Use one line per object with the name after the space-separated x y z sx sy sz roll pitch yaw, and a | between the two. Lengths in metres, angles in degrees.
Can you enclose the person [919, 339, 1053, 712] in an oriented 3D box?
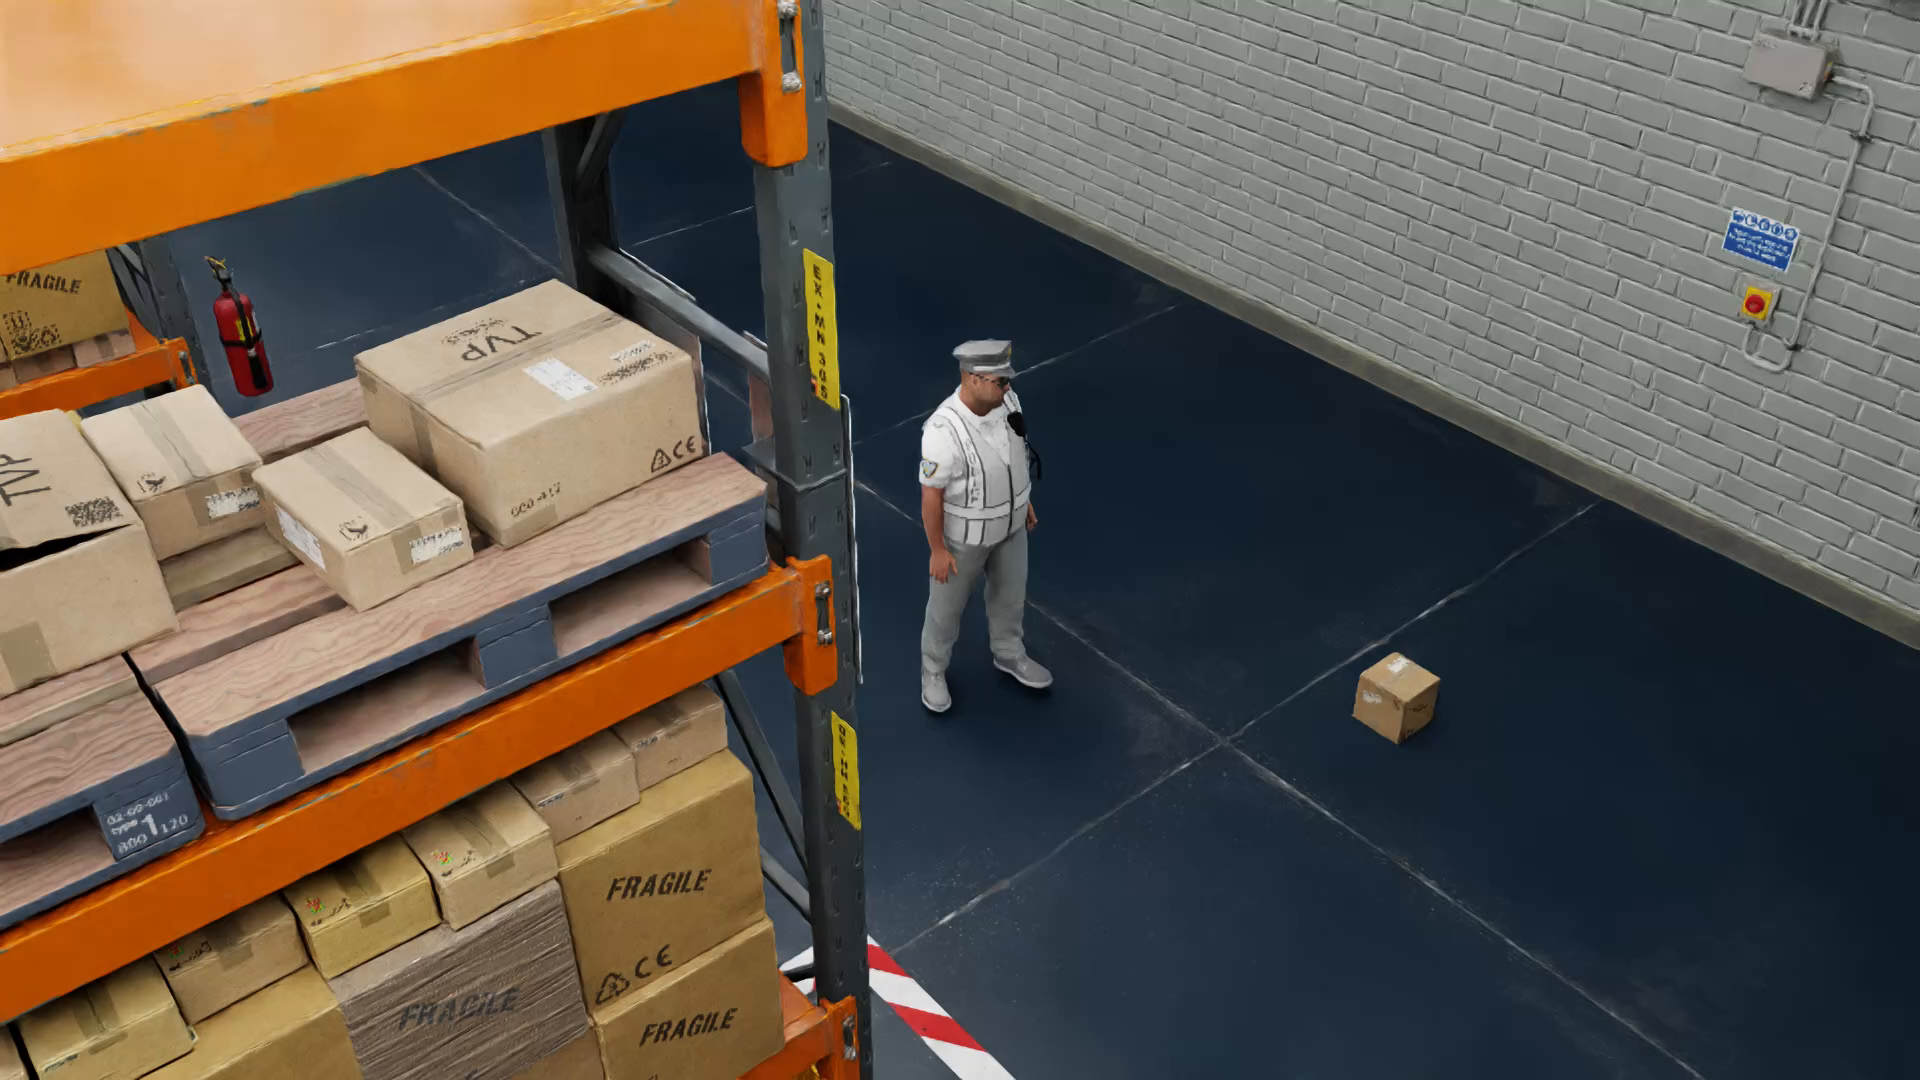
0.109 -0.057 7.109 0.626 1.755 0.515 -29 45 -34 | person
